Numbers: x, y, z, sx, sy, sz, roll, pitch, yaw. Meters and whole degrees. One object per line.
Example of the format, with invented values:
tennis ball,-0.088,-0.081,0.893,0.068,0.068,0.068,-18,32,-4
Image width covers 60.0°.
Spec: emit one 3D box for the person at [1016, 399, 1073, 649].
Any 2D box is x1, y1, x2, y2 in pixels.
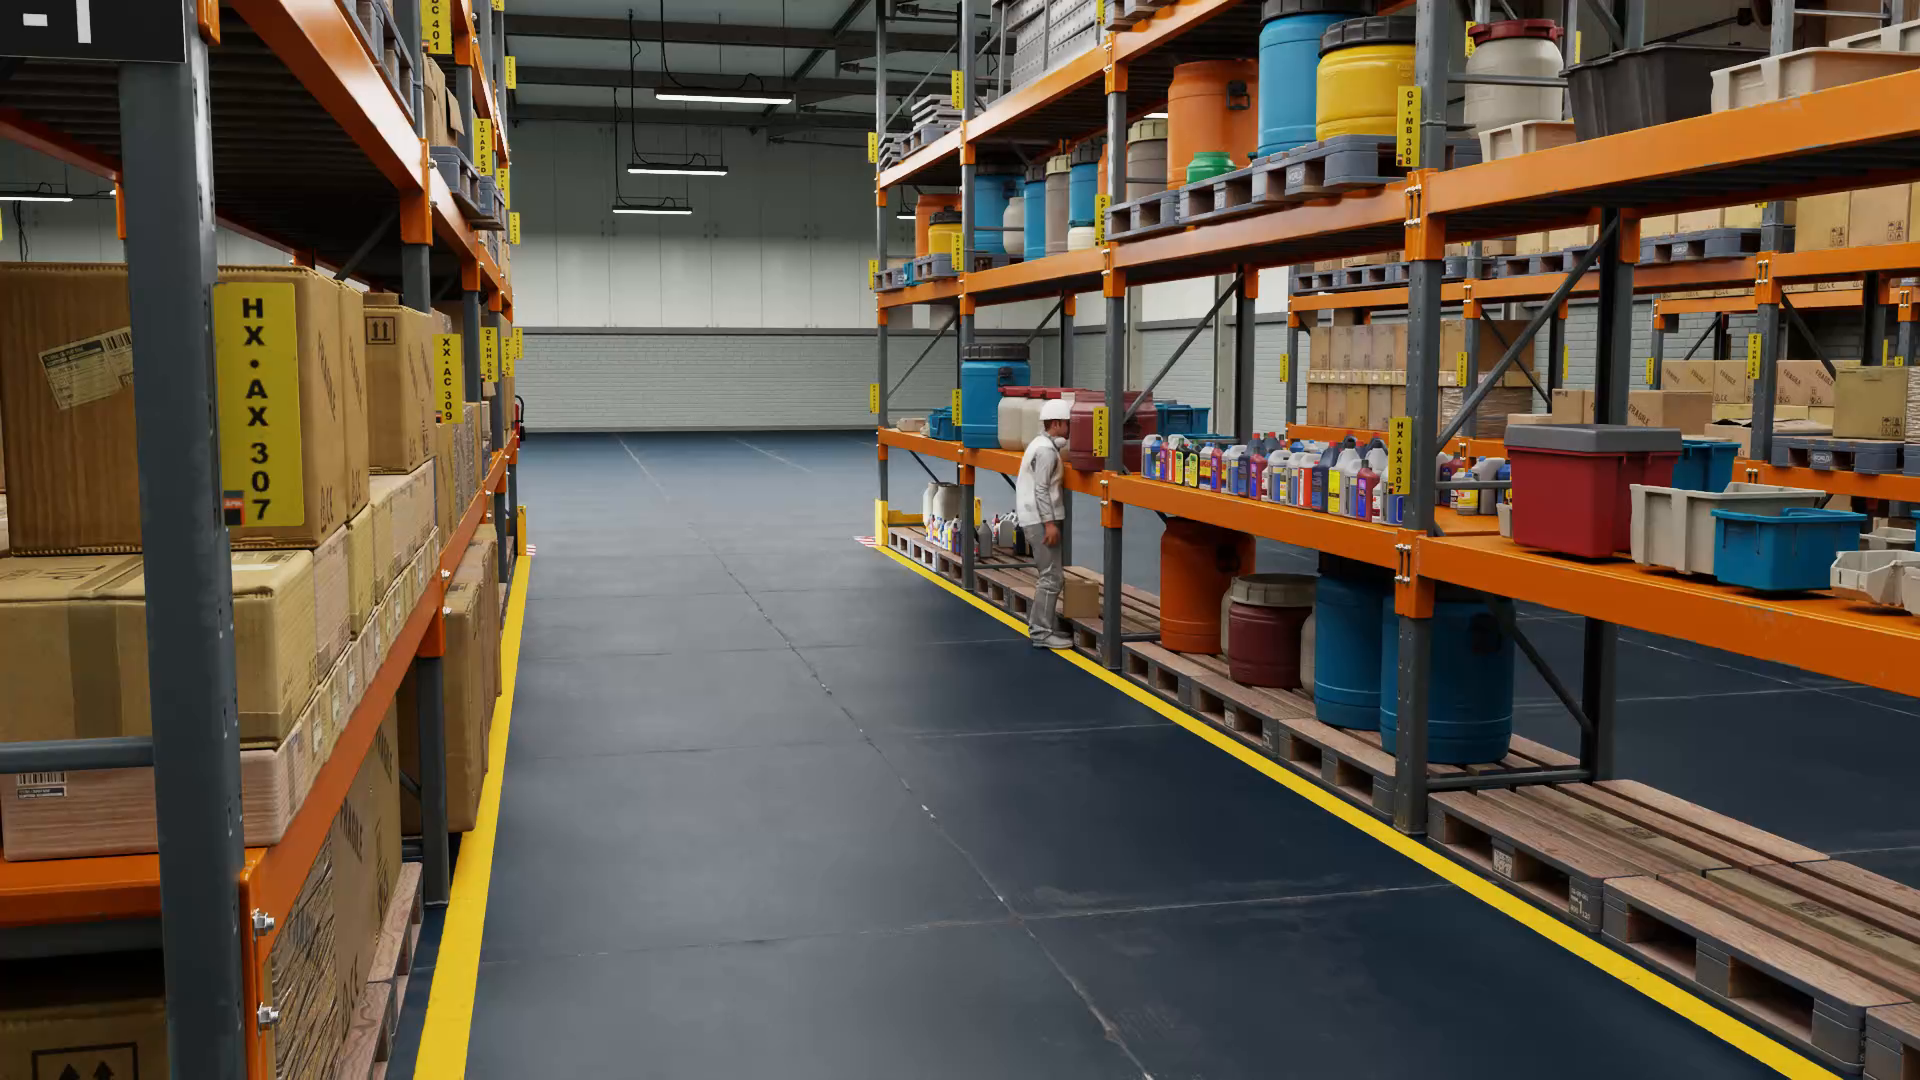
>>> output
person,0.634,-0.126,12.005,0.463,1.771,0.580,0,6,4
